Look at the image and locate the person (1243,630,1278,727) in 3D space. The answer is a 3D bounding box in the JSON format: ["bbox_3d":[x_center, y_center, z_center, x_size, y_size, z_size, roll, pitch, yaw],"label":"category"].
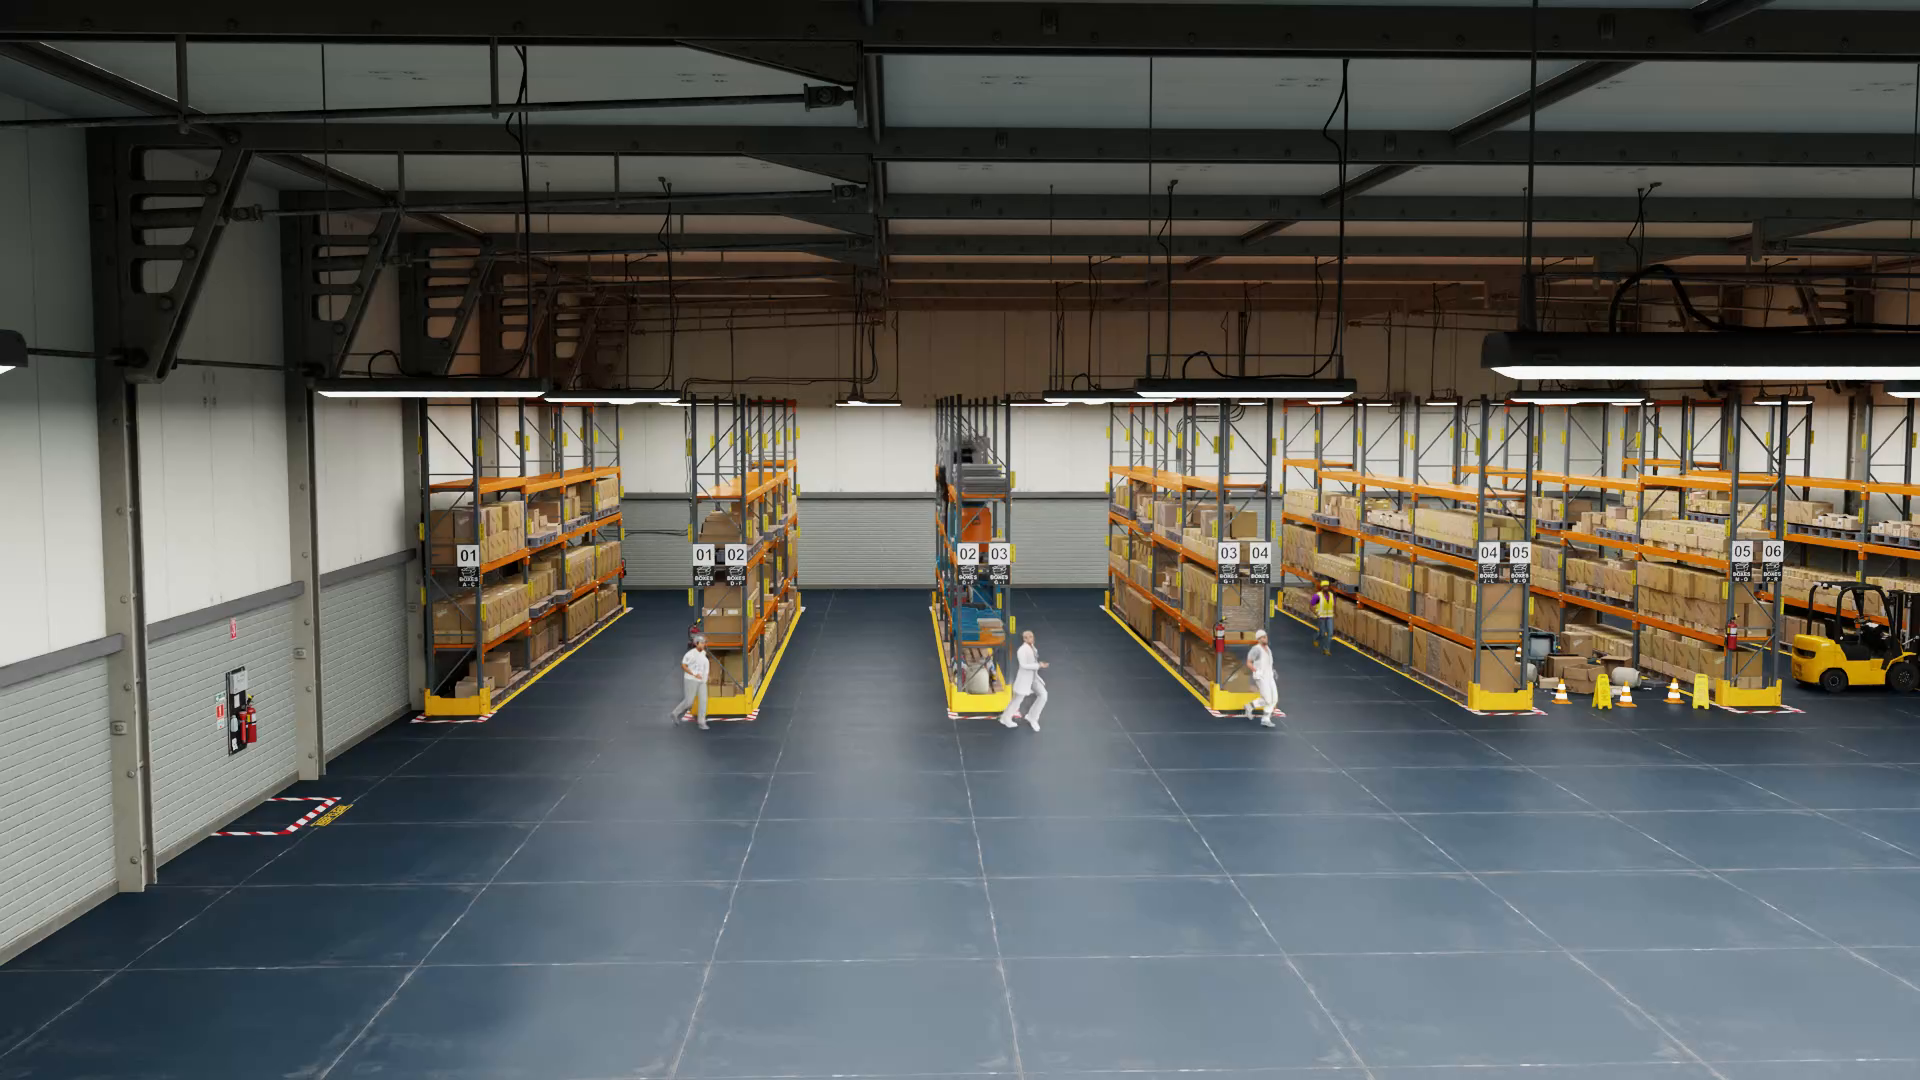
[{"bbox_3d":[5.438,2.494,30.068,0.621,1.739,0.675,4,6,40],"label":"person"}]

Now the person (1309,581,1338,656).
[{"bbox_3d":[8.512,1.811,38.874,0.698,1.743,0.778,-1,5,-11],"label":"person"}]

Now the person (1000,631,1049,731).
[{"bbox_3d":[1.190,2.505,29.658,0.959,1.803,0.730,3,5,32],"label":"person"}]

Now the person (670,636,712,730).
[{"bbox_3d":[-4.716,2.545,29.894,0.867,1.626,0.685,3,6,37],"label":"person"}]
